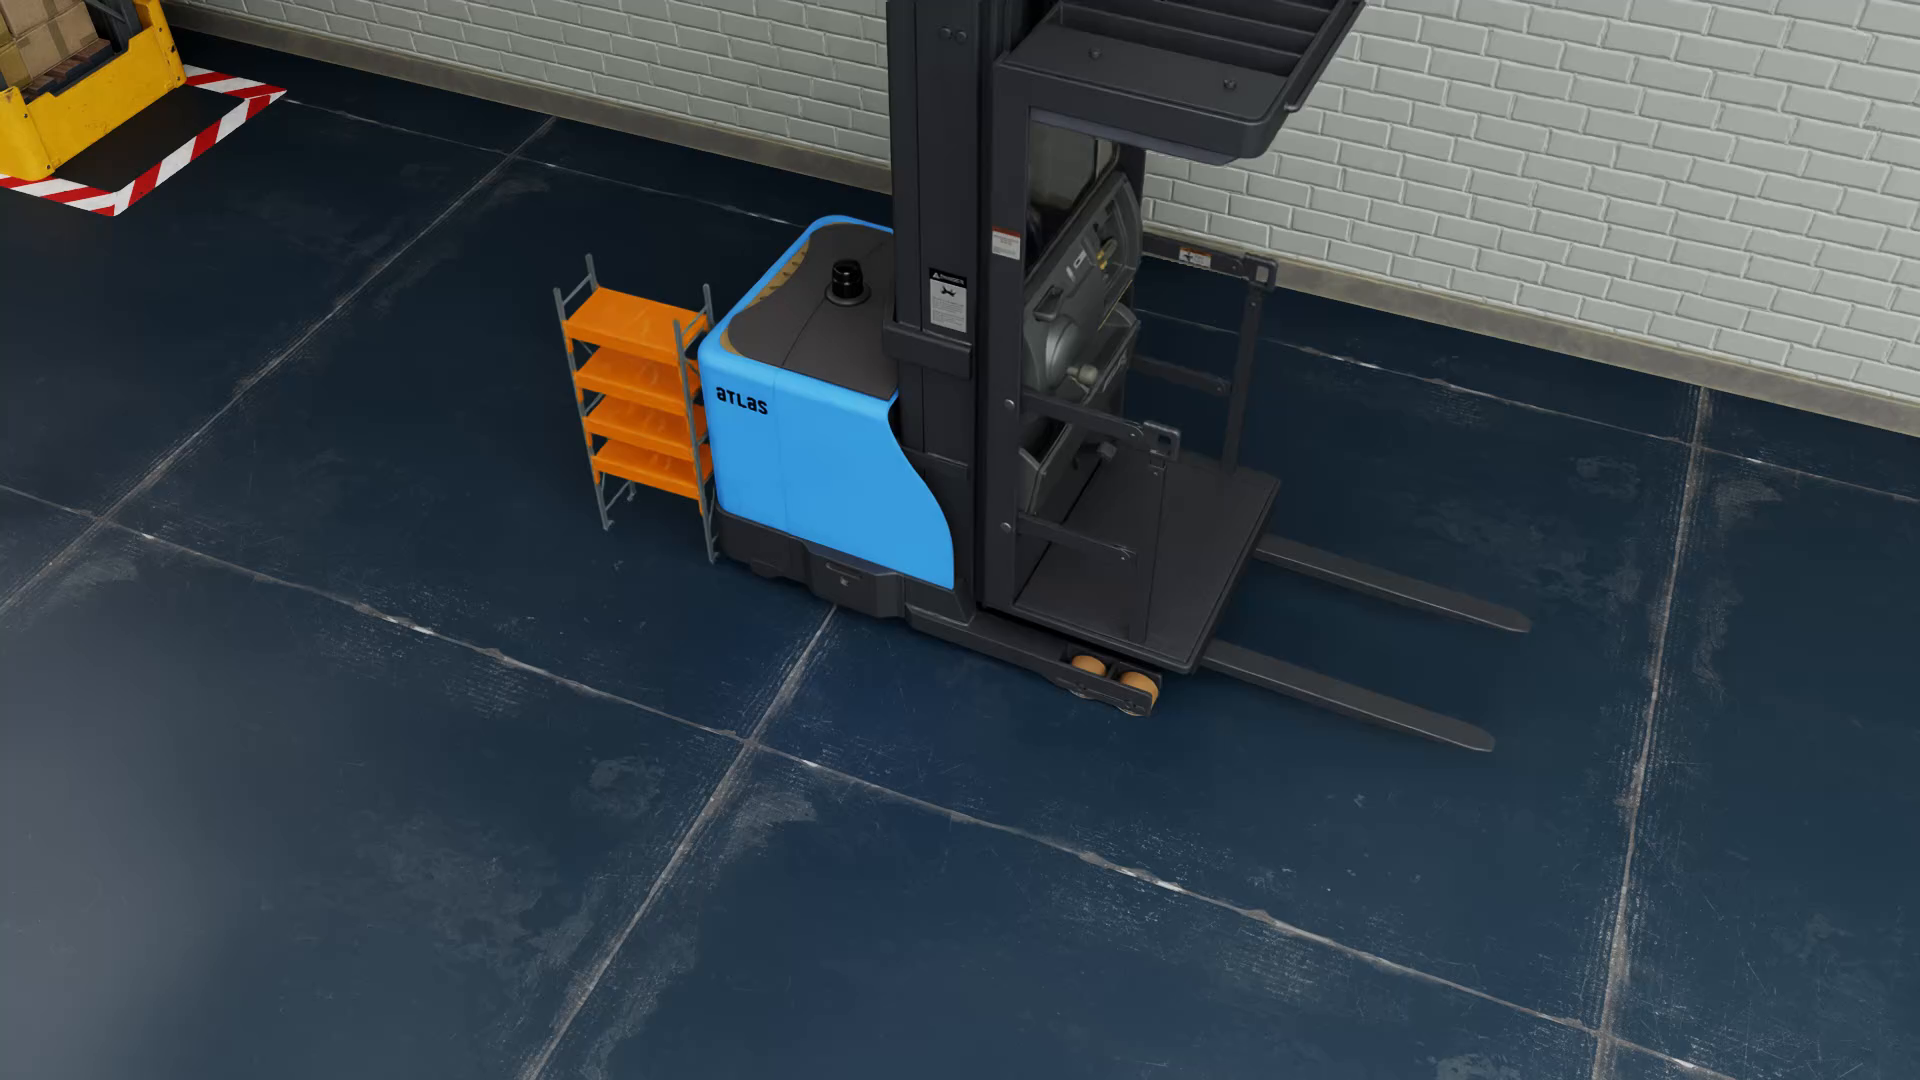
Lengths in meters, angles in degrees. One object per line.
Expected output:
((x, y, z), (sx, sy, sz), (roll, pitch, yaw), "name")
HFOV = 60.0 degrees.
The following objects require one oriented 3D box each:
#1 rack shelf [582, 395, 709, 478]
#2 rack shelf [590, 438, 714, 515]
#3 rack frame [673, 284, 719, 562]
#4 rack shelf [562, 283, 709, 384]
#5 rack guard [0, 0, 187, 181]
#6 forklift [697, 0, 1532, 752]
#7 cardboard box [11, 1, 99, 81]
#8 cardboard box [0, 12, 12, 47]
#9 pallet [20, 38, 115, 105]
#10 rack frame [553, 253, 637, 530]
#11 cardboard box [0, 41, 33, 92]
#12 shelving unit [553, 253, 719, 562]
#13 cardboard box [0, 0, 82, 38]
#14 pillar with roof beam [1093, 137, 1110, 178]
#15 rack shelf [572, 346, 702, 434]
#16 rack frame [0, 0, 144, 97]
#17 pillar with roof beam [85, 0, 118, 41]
((-1.179, -0.434, 6.431), (0.480, 0.148, 0.258), (16, 47, 16), "rack shelf")
((-1.179, -0.293, 6.571), (0.480, 0.148, 0.258), (16, 47, 16), "rack shelf")
((-0.953, -0.416, 6.318), (0.015, 1.200, 0.240), (16, 47, 16), "rack frame")
((-1.179, -0.760, 6.106), (0.480, 0.148, 0.258), (16, 47, 16), "rack shelf")
((-4.709, -2.450, 8.858), (0.348, 0.500, 1.175), (16, 47, 16), "rack guard")
((0.600, -0.824, 5.500), (3.031, 2.935, 1.130), (18, 48, 18), "forklift")
((-5.110, -2.777, 9.066), (0.500, 0.250, 0.500), (17, 47, 16), "cardboard box")
((-5.301, -2.622, 8.556), (0.500, 0.250, 0.500), (16, 47, 15), "cardboard box")
((-5.453, -2.534, 9.147), (1.213, 0.211, 1.003), (16, 47, 16), "pallet")
((-1.404, -0.547, 6.449), (0.015, 1.200, 0.240), (16, 47, 16), "rack frame")
((-5.287, -2.438, 8.726), (0.500, 0.250, 0.500), (17, 47, 16), "cardboard box")
((-1.179, -0.482, 6.383), (0.503, 1.200, 0.258), (16, 47, 16), "shelving unit")
((-5.086, -2.957, 8.892), (0.500, 0.250, 0.500), (17, 47, 17), "cardboard box")
((-1.147, -1.813, 2.192), (0.400, 9.000, 9.100), (16, 47, 16), "pillar with roof beam")
((-1.179, -0.592, 6.273), (0.480, 0.148, 0.258), (16, 47, 16), "rack shelf")
((-4.732, -3.342, 7.983), (0.127, 3.000, 1.000), (16, 47, 16), "rack frame")
((-6.685, -3.442, 3.830), (0.400, 9.000, 9.100), (16, 47, 16), "pillar with roof beam")
